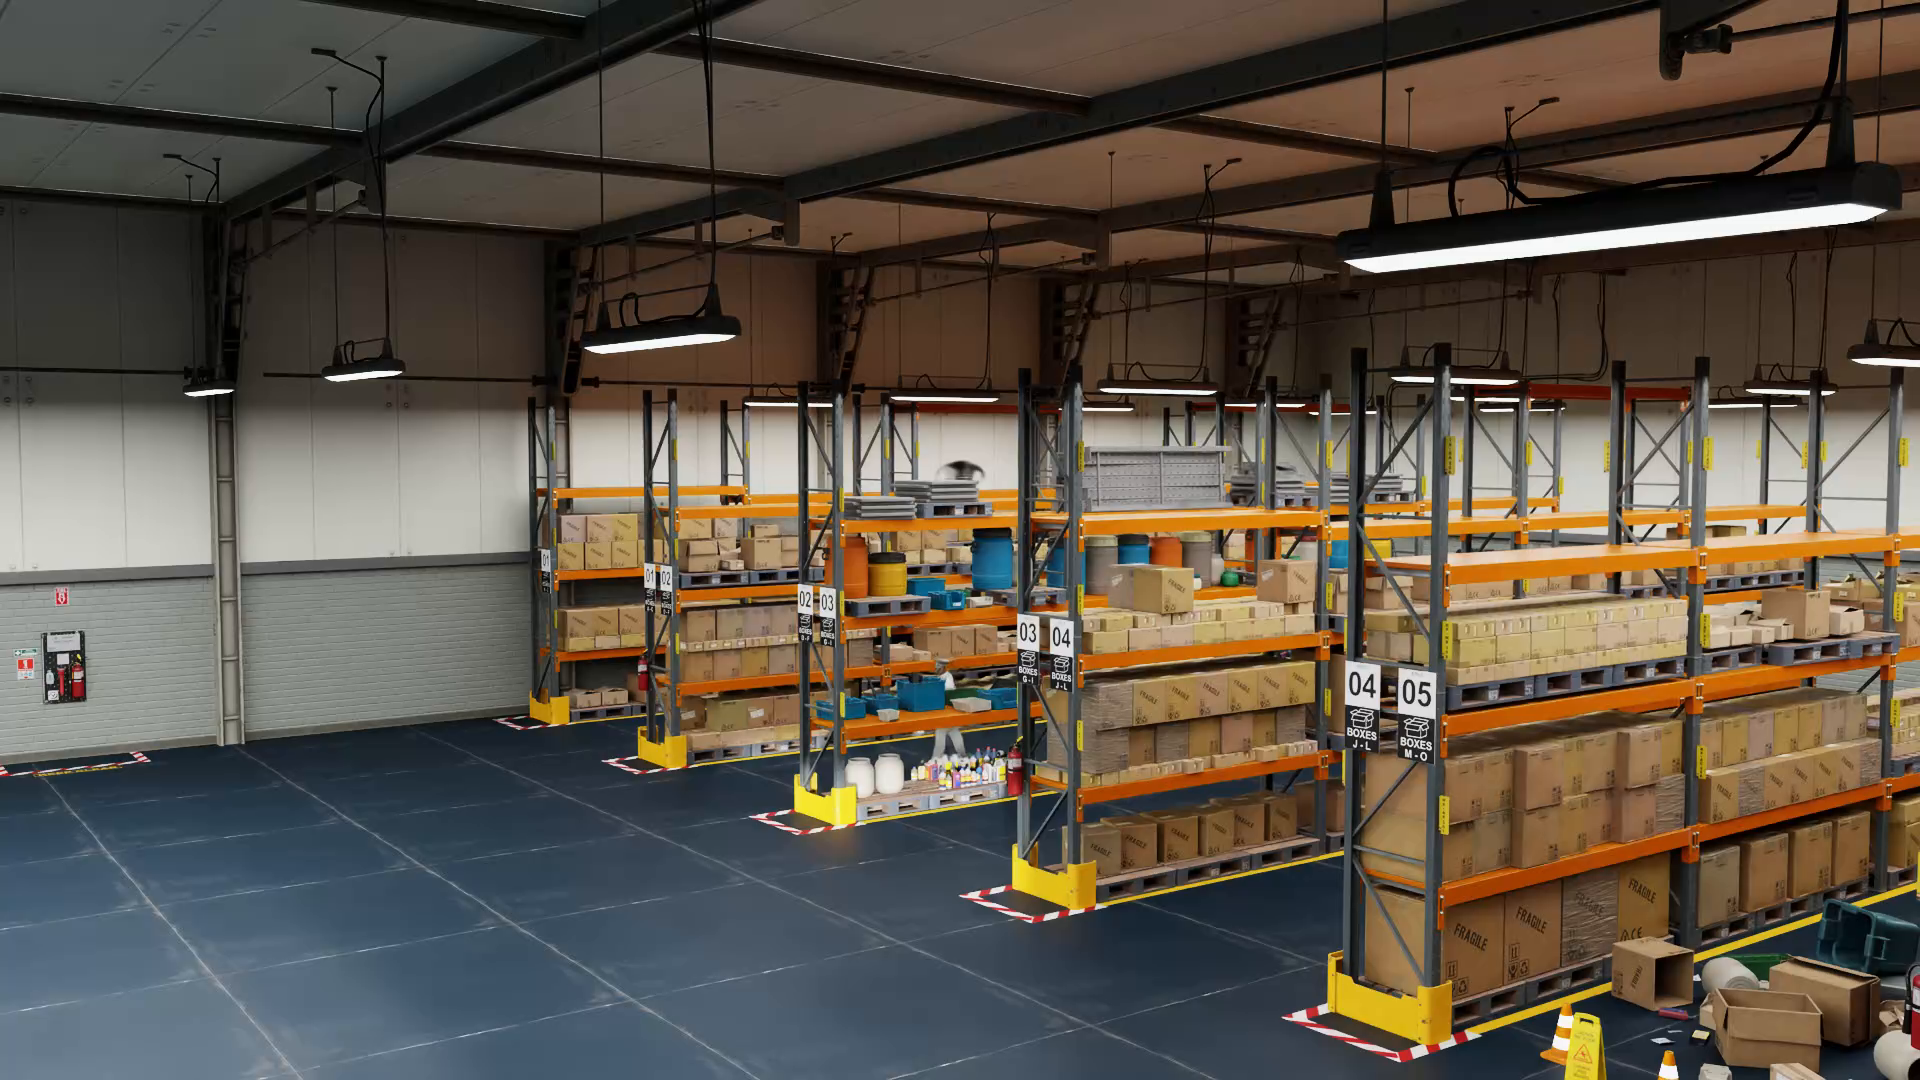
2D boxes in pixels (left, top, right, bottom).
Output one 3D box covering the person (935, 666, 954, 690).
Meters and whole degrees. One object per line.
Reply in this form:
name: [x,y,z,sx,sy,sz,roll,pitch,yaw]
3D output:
person: [-0.266,2.414,26.535,0.410,1.043,0.720,0,3,-8]
